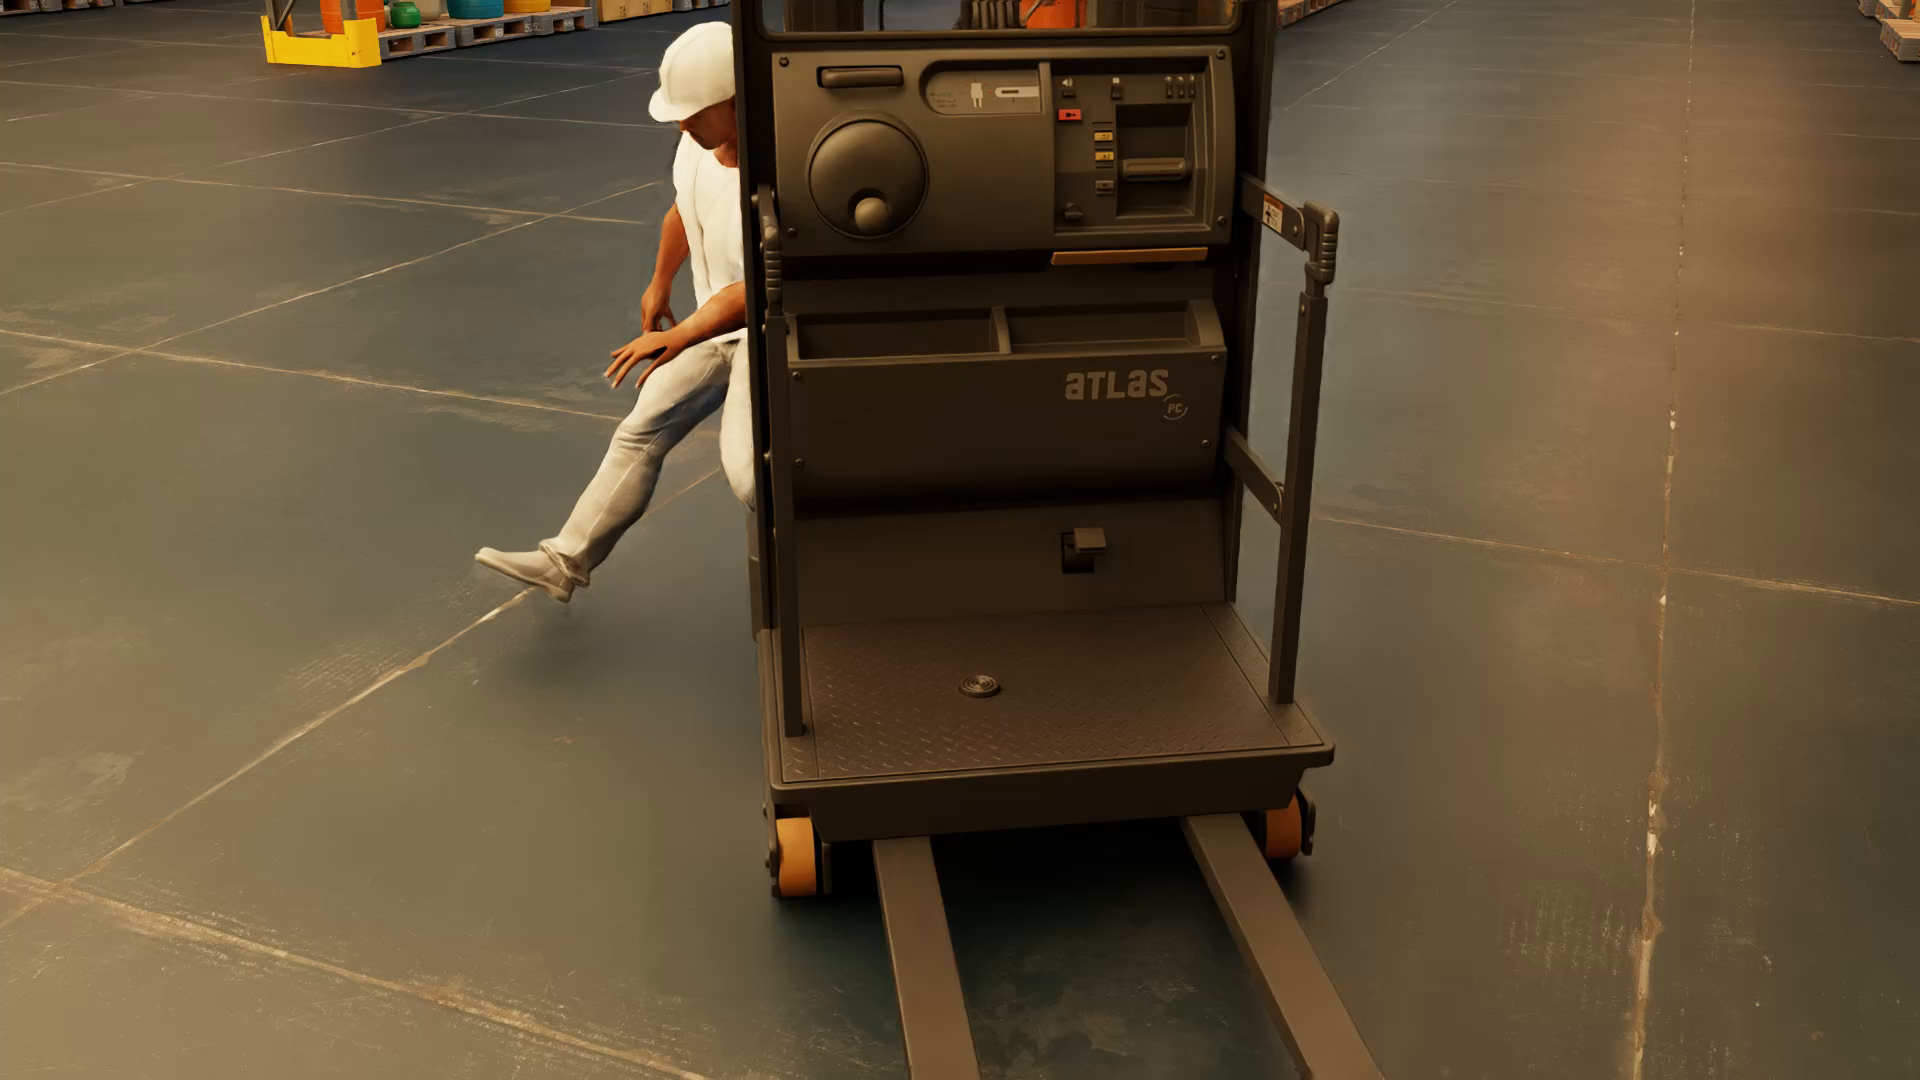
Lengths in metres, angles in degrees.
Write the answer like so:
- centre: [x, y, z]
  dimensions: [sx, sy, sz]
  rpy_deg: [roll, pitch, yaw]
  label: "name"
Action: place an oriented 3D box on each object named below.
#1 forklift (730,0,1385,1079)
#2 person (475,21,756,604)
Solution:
- centre: [0.126, -0.773, 3.141]
  dimensions: [1.130, 2.935, 3.031]
  rpy_deg: [-3, 23, -7]
  label: "forklift"
- centre: [-0.698, -0.495, 4.191]
  dimensions: [0.965, 1.551, 0.970]
  rpy_deg: [-15, 27, -32]
  label: "person"
